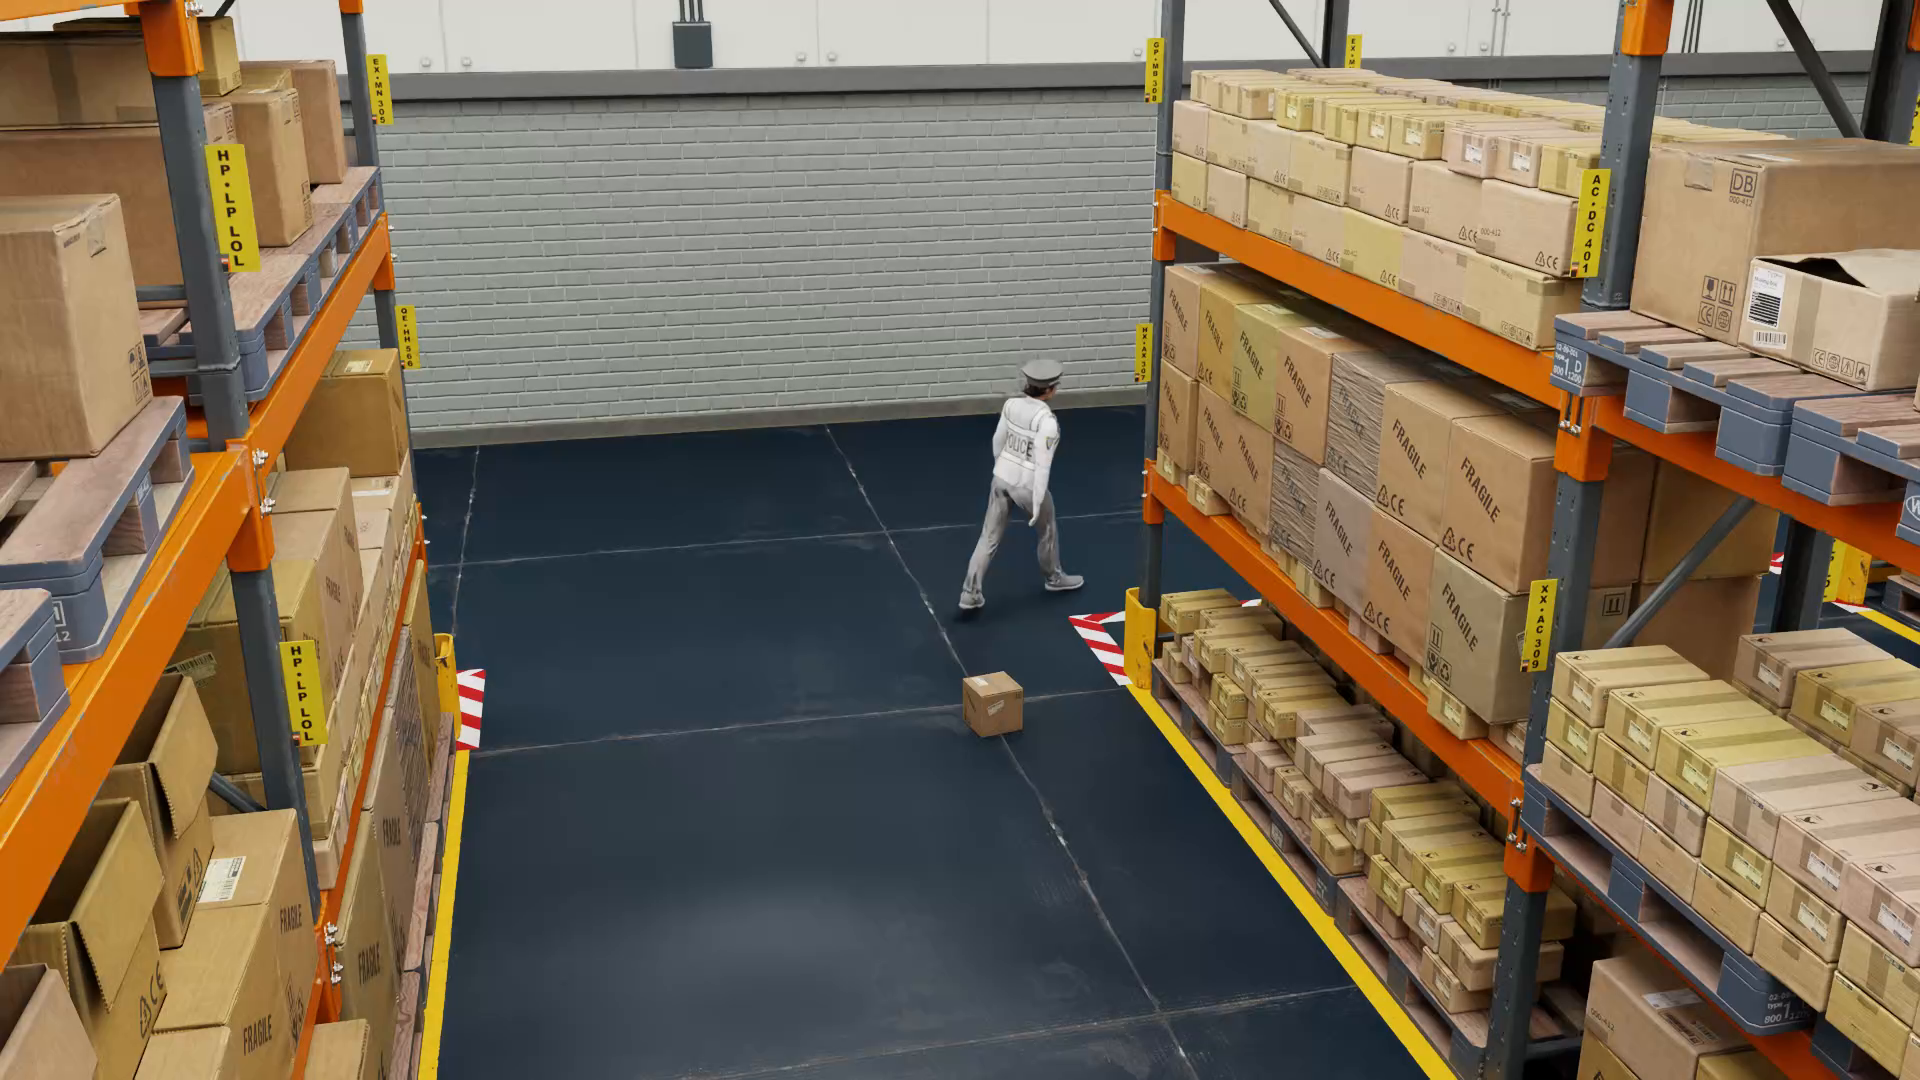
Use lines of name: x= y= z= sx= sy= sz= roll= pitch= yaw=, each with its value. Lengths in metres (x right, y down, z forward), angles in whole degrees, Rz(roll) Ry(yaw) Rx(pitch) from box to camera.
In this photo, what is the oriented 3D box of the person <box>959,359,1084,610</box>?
person: x=0.403 y=-0.362 z=10.584 sx=0.548 sy=1.601 sz=0.987 roll=14 pitch=24 yaw=34
